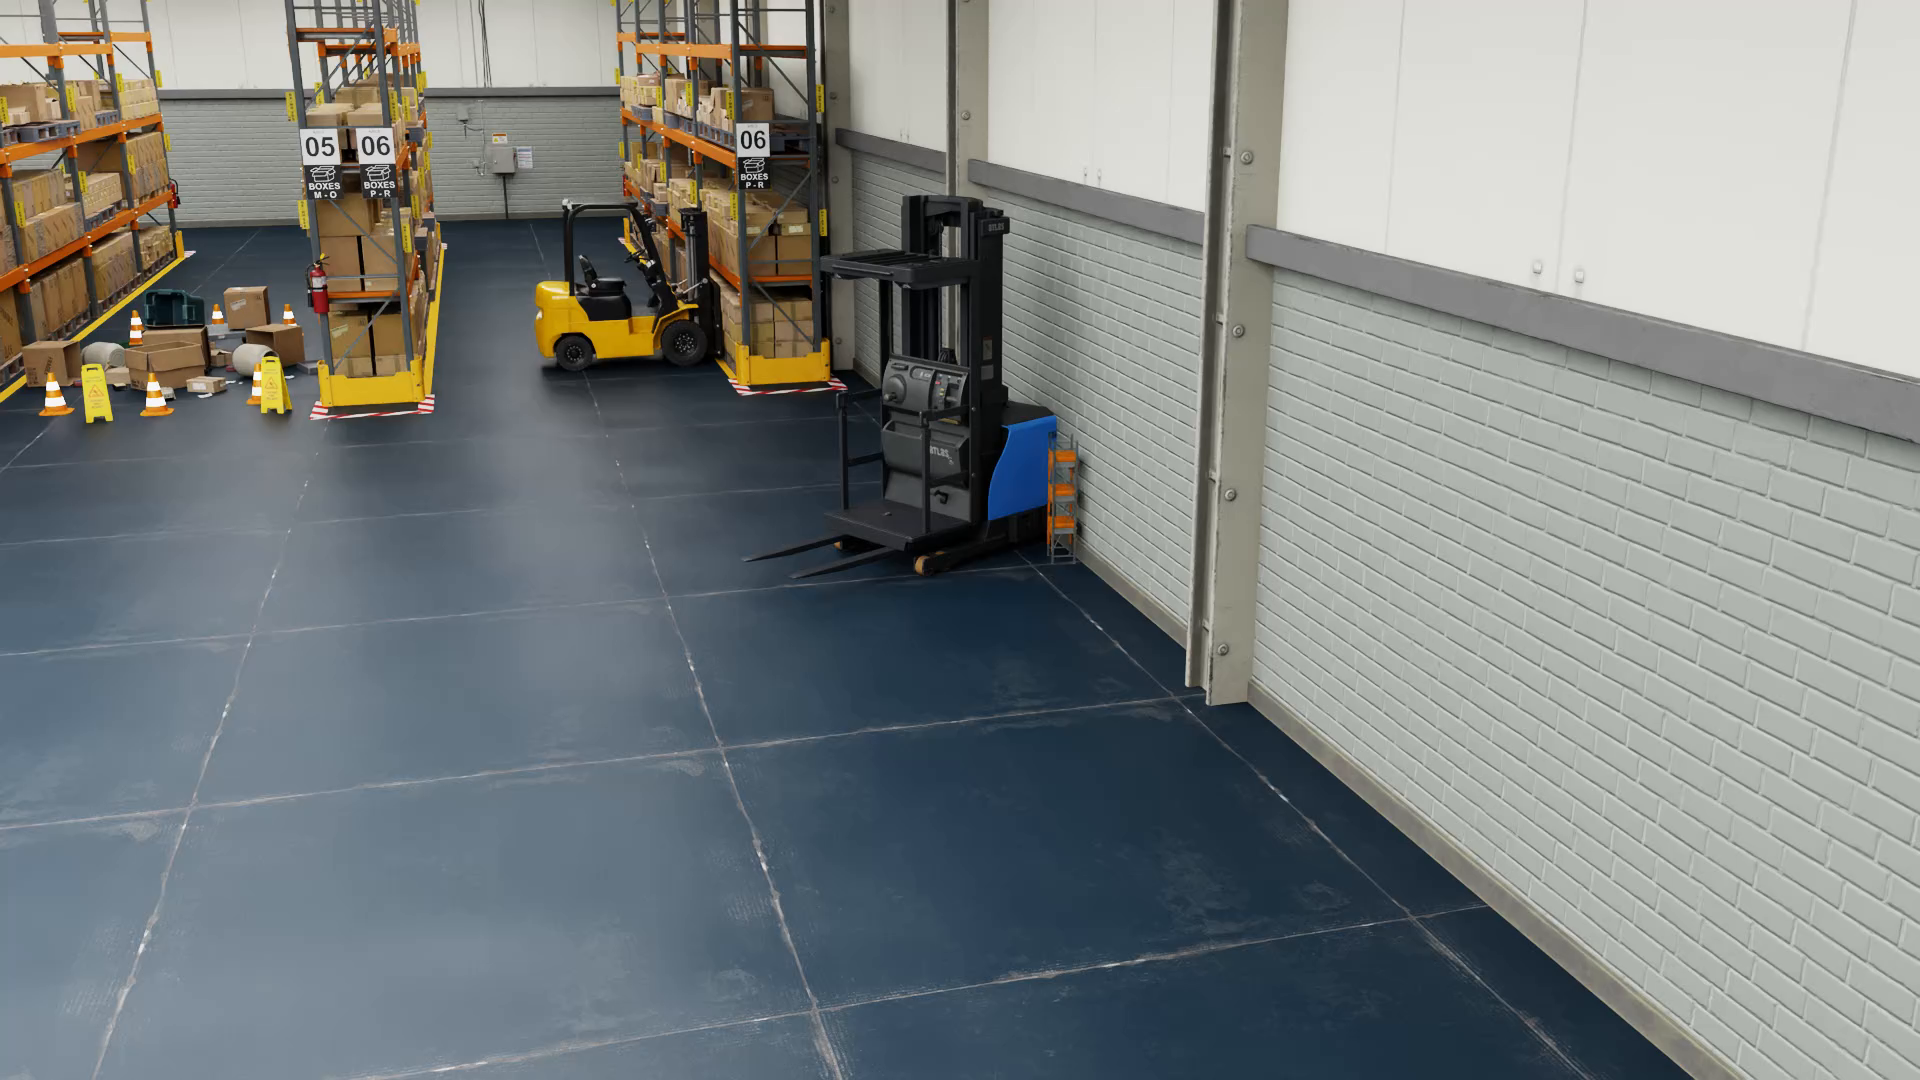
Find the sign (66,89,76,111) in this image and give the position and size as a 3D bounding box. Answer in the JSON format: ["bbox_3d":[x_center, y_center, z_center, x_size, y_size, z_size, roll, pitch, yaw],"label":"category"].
[{"bbox_3d":[-13.421,-6.642,25.098,0.100,0.325,0.005,-5,17,-15],"label":"sign"}]

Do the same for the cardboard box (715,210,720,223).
[{"bbox_3d":[-3.114,-4.404,22.600,0.380,0.149,0.250,-5,17,-16],"label":"cardboard box"}]

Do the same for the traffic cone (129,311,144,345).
[{"bbox_3d":[-11.774,-3.047,23.791,0.336,0.463,0.334,-5,17,-15],"label":"traffic cone"}]

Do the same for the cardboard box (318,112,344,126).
[{"bbox_3d":[-7.437,-4.927,19.477,0.380,0.149,0.250,-4,17,-14],"label":"cardboard box"}]

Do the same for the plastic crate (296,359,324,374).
[{"bbox_3d":[-8.483,-2.293,21.948,0.402,0.080,0.583,-12,20,-34],"label":"plastic crate"}]

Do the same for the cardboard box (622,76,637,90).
[{"bbox_3d":[-6.650,-9.365,34.077,0.500,0.250,0.500,-5,17,-16],"label":"cardboard box"}]

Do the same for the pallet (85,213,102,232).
[{"bbox_3d":[-14.255,-4.975,26.133,1.213,0.211,1.003,-5,17,-15],"label":"pallet"}]

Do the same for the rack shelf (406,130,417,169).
[{"bbox_3d":[-8.675,-5.836,24.703,1.077,0.370,4.000,-5,17,-15],"label":"rack shelf"}]

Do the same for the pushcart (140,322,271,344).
[{"bbox_3d":[-10.304,-2.741,22.920,1.648,0.377,0.936,-12,20,-34],"label":"pushcart"}]

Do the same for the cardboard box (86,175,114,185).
[{"bbox_3d":[-14.614,-6.109,28.246,0.380,0.149,0.250,-5,18,-17],"label":"cardboard box"}]

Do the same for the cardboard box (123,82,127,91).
[{"bbox_3d":[-15.097,-8.097,29.680,0.380,0.149,0.250,-5,17,-17],"label":"cardboard box"}]

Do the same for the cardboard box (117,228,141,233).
[{"bbox_3d":[-16.146,-5.973,32.314,0.380,0.149,0.250,-4,17,-14],"label":"cardboard box"}]

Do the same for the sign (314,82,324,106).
[{"bbox_3d":[-8.658,-6.019,22.477,0.100,0.325,0.005,-5,17,-15],"label":"sign"}]

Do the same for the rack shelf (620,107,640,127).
[{"bbox_3d":[-6.102,-8.442,33.380,1.077,0.370,4.000,-5,17,-15],"label":"rack shelf"}]

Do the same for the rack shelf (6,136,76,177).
[{"bbox_3d":[-13.407,-5.417,23.307,1.077,0.370,4.000,-5,17,-15],"label":"rack shelf"}]

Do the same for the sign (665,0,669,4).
[{"bbox_3d":[-6.113,-11.338,34.656,0.100,0.325,0.005,-5,17,-15],"label":"sign"}]

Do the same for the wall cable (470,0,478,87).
[{"bbox_3d":[-12.534,-11.993,38.736,2.355,3.000,0.029,-5,17,-15],"label":"wall cable"}]

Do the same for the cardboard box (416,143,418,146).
[{"bbox_3d":[-10.162,-7.349,30.664,0.380,0.149,0.250,-5,17,-16],"label":"cardboard box"}]

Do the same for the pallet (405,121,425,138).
[{"bbox_3d":[-8.481,-6.003,24.336,1.213,0.211,1.003,-5,17,-15],"label":"pallet"}]

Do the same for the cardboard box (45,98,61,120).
[{"bbox_3d":[-13.381,-6.255,24.100,0.500,0.311,0.500,-5,17,-15],"label":"cardboard box"}]

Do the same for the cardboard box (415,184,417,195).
[{"bbox_3d":[-8.117,-4.873,24.040,0.500,0.500,0.500,-5,17,-15],"label":"cardboard box"}]

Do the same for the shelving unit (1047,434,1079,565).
[{"bbox_3d":[0.846,-0.336,13.746,0.215,1.050,0.252,-2,17,-5],"label":"shelving unit"}]

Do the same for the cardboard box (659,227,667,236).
[{"bbox_3d":[-5.357,-5.704,30.715,0.380,0.149,0.250,-5,17,-15],"label":"cardboard box"}]

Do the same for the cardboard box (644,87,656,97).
[{"bbox_3d":[-5.413,-7.966,29.560,0.380,0.149,0.250,-5,17,-15],"label":"cardboard box"}]

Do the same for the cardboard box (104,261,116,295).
[{"bbox_3d":[-14.047,-4.236,26.957,0.500,0.500,0.500,-4,17,-15],"label":"cardboard box"}]

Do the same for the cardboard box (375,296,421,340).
[{"bbox_3d":[-7.267,-2.863,21.515,0.500,0.500,0.500,-4,17,-14],"label":"cardboard box"}]

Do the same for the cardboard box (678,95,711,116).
[{"bbox_3d":[-3.998,-6.620,25.315,0.500,0.311,0.500,-5,18,-17],"label":"cardboard box"}]

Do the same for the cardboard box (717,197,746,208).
[{"bbox_3d":[-3.122,-4.624,22.812,0.380,0.149,0.250,-5,17,-15],"label":"cardboard box"}]

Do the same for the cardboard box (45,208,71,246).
[{"bbox_3d":[-13.302,-4.546,24.198,0.500,0.500,0.500,-5,17,-16],"label":"cardboard box"}]

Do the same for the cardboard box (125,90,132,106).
[{"bbox_3d":[-15.090,-7.879,29.645,0.500,0.250,0.500,-5,17,-15],"label":"cardboard box"}]

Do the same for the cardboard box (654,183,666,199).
[{"bbox_3d":[-5.055,-6.086,29.030,0.500,0.250,0.500,-6,18,-18],"label":"cardboard box"}]

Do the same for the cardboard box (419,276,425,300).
[{"bbox_3d":[-8.869,-3.879,25.990,0.950,0.372,0.625,-5,17,-16],"label":"cardboard box"}]

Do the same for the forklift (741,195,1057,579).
[{"bbox_3d":[-0.438,-1.276,13.606,1.130,2.935,3.031,16,23,42],"label":"forklift"}]

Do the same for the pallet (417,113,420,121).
[{"bbox_3d":[-9.453,-6.817,27.047,1.213,0.211,1.003,-4,17,-13],"label":"pallet"}]

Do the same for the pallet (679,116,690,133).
[{"bbox_3d":[-3.871,-6.547,26.148,1.003,0.211,1.213,-4,17,-13],"label":"pallet"}]

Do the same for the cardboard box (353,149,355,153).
[{"bbox_3d":[-7.852,-4.974,21.020,0.380,0.149,0.250,-5,17,-15],"label":"cardboard box"}]

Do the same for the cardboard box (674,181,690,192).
[{"bbox_3d":[-4.479,-5.795,27.228,0.380,0.149,0.250,-4,17,-14],"label":"cardboard box"}]

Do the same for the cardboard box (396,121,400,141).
[{"bbox_3d":[-7.203,-5.033,20.522,0.500,0.250,0.500,-4,17,-14],"label":"cardboard box"}]

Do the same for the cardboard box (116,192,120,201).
[{"bbox_3d":[-14.684,-5.899,28.583,0.380,0.149,0.250,-5,17,-15],"label":"cardboard box"}]

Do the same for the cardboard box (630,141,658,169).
[{"bbox_3d":[-6.374,-7.772,33.550,0.500,0.500,0.500,-4,17,-14],"label":"cardboard box"}]

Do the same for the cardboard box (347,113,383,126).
[{"bbox_3d":[-6.928,-4.897,19.377,0.380,0.149,0.250,-5,17,-16],"label":"cardboard box"}]

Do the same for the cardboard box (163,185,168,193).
[{"bbox_3d":[-15.794,-6.903,32.654,0.380,0.149,0.250,-5,17,-15],"label":"cardboard box"}]

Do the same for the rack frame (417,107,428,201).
[{"bbox_3d":[-10.324,-6.404,30.556,1.000,3.000,0.127,-5,17,-15],"label":"rack frame"}]

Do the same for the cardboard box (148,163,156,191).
[{"bbox_3d":[-15.372,-6.756,31.038,0.500,0.500,0.500,-4,17,-12],"label":"cardboard box"}]

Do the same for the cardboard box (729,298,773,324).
[{"bbox_3d":[-2.681,-2.944,21.349,0.500,0.250,0.500,-4,17,-13],"label":"cardboard box"}]

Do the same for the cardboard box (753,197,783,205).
[{"bbox_3d":[-2.615,-4.591,22.705,0.380,0.149,0.250,-4,17,-14],"label":"cardboard box"}]

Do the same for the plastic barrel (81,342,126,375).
[{"bbox_3d":[-11.071,-2.345,21.523,0.512,0.421,0.421,7,18,23],"label":"plastic barrel"}]

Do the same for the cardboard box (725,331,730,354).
[{"bbox_3d":[-2.815,-2.605,21.961,0.500,0.250,0.500,-5,17,-15],"label":"cardboard box"}]

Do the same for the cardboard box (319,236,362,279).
[{"bbox_3d":[-7.441,-3.403,19.876,0.500,0.500,0.500,-5,17,-16],"label":"cardboard box"}]

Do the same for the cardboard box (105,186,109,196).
[{"bbox_3d":[-14.468,-5.824,27.817,0.380,0.149,0.250,-6,18,-18],"label":"cardboard box"}]

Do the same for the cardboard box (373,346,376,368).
[{"bbox_3d":[-7.642,-2.315,20.994,0.500,0.250,0.500,-5,17,-15],"label":"cardboard box"}]

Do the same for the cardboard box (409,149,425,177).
[{"bbox_3d":[-9.811,-6.684,29.578,0.500,0.500,0.500,-4,17,-14],"label":"cardboard box"}]

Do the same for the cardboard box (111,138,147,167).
[{"bbox_3d":[-15.212,-7.082,30.384,0.500,0.500,0.500,-4,17,-14],"label":"cardboard box"}]
